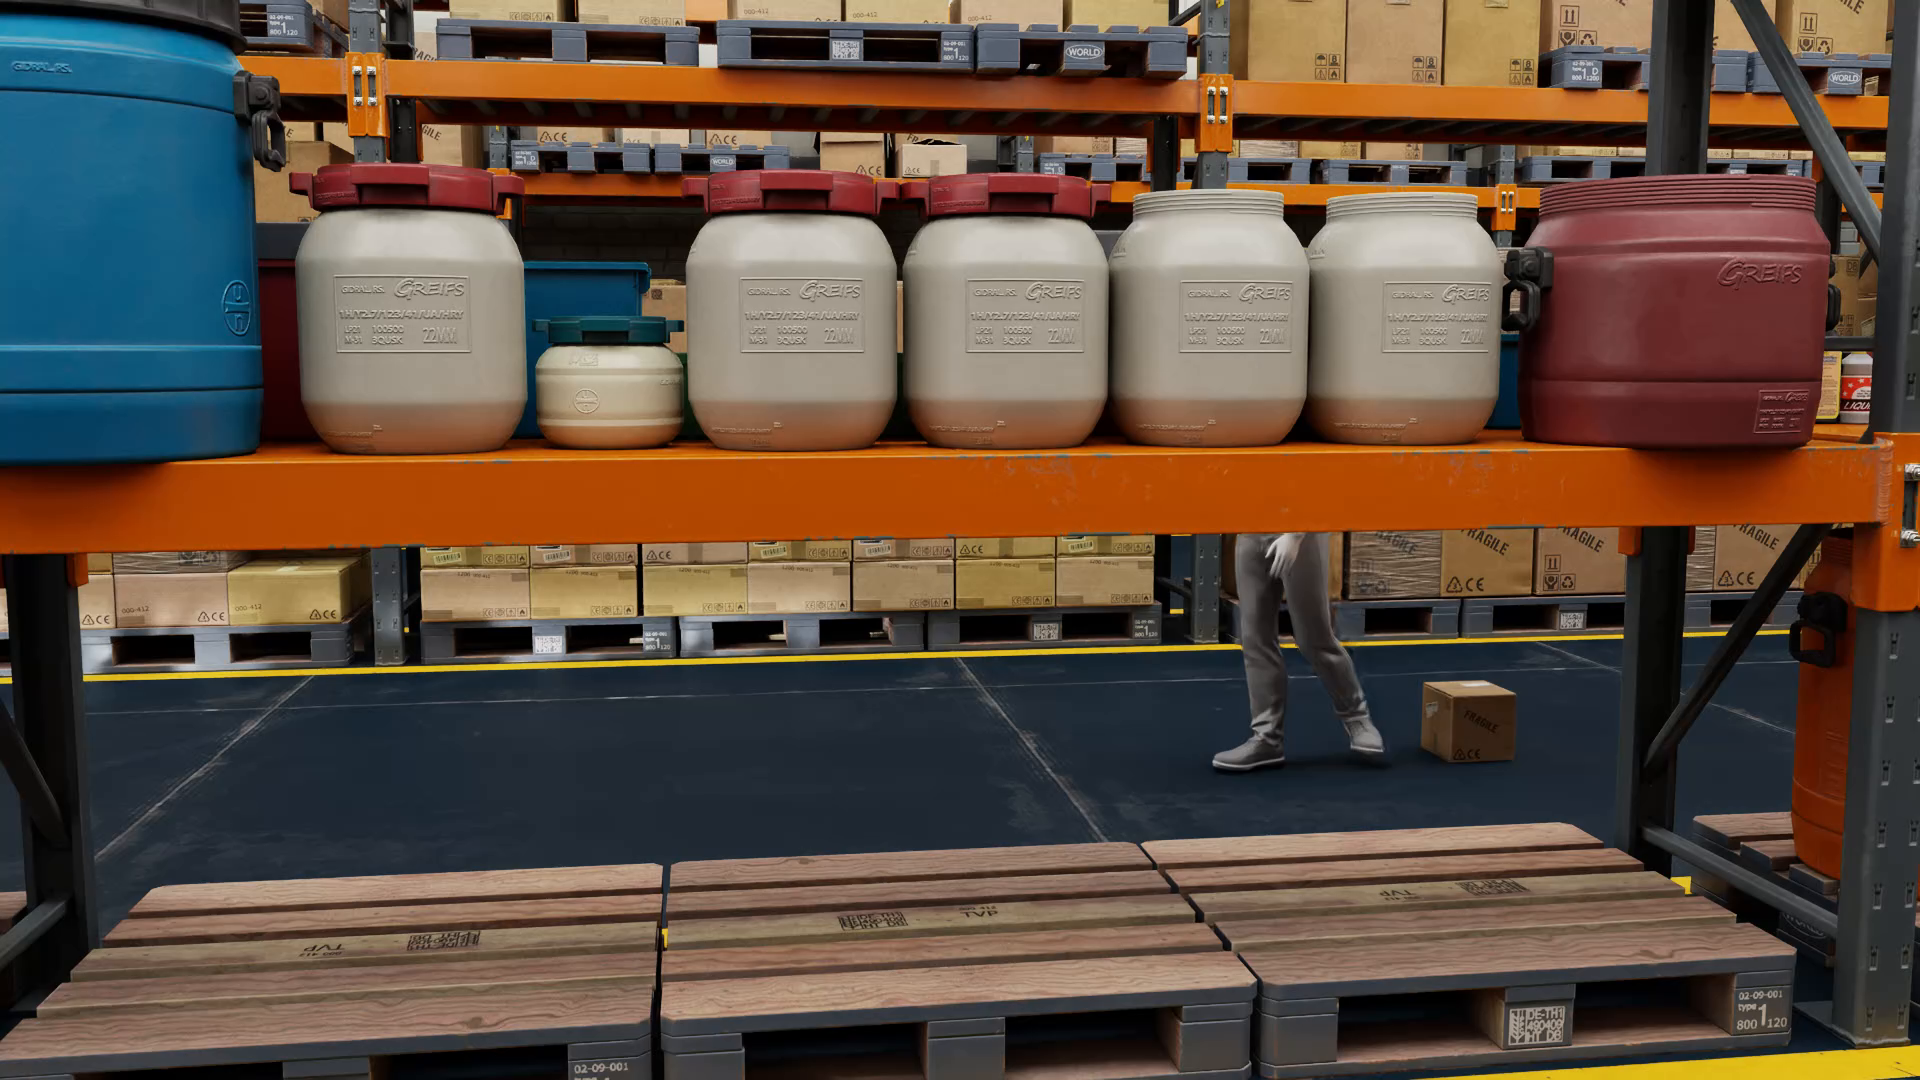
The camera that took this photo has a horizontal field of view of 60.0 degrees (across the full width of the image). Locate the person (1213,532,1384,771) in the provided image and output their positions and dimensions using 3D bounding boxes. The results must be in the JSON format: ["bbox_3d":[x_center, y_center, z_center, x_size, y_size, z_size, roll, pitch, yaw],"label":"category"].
[{"bbox_3d":[1.205,-0.021,5.943,0.635,1.666,0.502,-4,8,-29],"label":"person"}]
